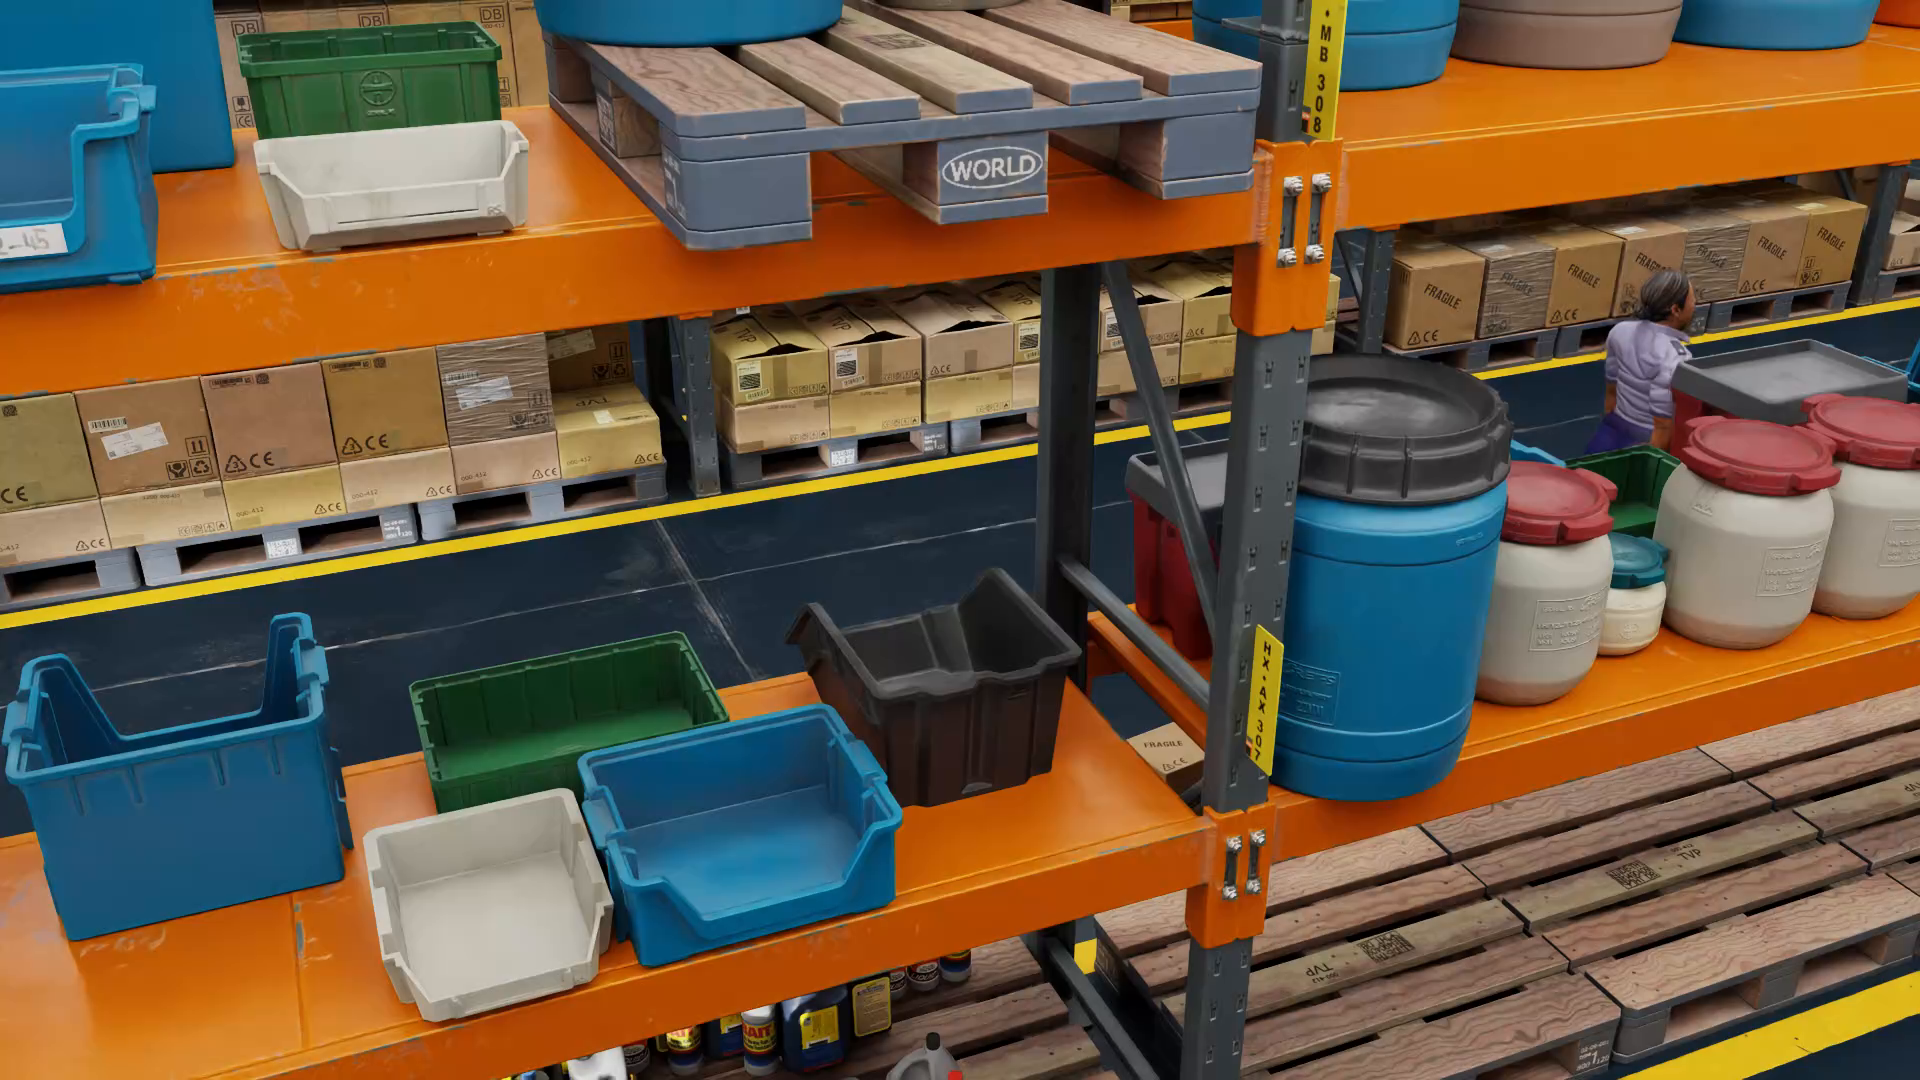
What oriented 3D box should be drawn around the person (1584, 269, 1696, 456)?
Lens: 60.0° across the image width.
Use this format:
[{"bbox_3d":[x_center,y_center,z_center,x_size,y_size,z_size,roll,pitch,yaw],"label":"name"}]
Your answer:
[{"bbox_3d":[2.738,-0.328,6.776,0.870,1.604,0.469,-10,28,-19],"label":"person"}]
